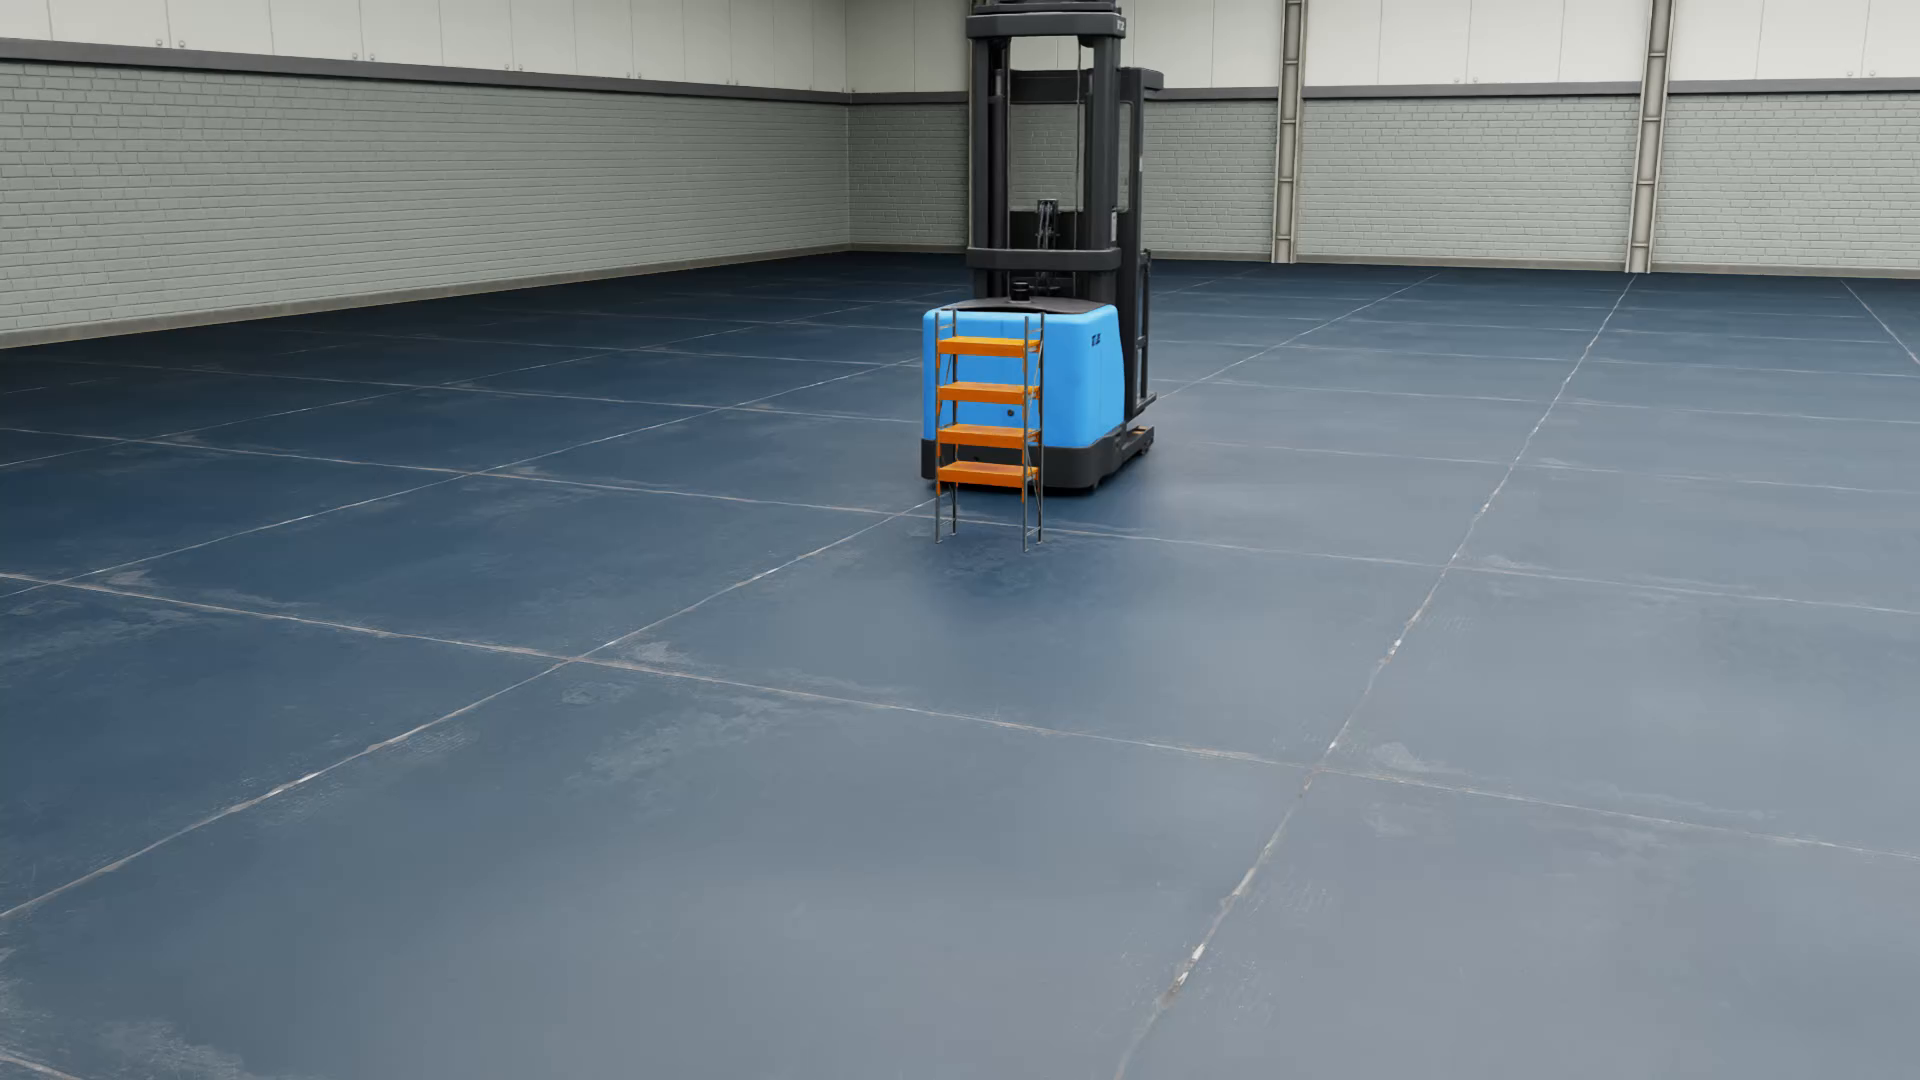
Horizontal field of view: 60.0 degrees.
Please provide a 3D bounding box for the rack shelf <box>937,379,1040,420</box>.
[{"bbox_3d":[0.151,-0.721,8.517,0.480,0.148,0.258,6,14,23],"label":"rack shelf"}]

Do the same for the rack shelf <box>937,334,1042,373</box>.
[{"bbox_3d":[0.151,-0.951,8.463,0.480,0.148,0.258,6,14,23],"label":"rack shelf"}]

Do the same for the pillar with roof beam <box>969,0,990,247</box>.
[{"bbox_3d":[-1.330,-9.092,27.804,0.400,9.000,9.100,6,14,23],"label":"pillar with roof beam"}]

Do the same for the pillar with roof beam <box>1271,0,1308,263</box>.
[{"bbox_3d":[4.156,-8.537,25.438,0.400,9.000,9.100,6,14,23],"label":"pillar with roof beam"}]

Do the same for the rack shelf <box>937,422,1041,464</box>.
[{"bbox_3d":[0.151,-0.503,8.568,0.480,0.148,0.258,6,14,23],"label":"rack shelf"}]

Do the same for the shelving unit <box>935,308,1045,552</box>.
[{"bbox_3d":[0.151,-0.569,8.552,0.503,1.200,0.258,6,14,23],"label":"shelving unit"}]

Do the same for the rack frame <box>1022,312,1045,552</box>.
[{"bbox_3d":[0.374,-0.546,8.456,0.015,1.200,0.240,6,14,23],"label":"rack frame"}]

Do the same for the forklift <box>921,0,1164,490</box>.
[{"bbox_3d":[0.697,-2.018,10.940,1.130,2.935,3.031,4,14,17],"label":"forklift"}]

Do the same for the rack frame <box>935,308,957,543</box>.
[{"bbox_3d":[-0.072,-0.591,8.649,0.015,1.200,0.240,6,14,23],"label":"rack frame"}]

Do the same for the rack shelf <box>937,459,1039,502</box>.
[{"bbox_3d":[0.151,-0.310,8.613,0.480,0.148,0.258,6,14,23],"label":"rack shelf"}]

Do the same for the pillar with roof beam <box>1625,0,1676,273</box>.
[{"bbox_3d":[9.642,-7.982,23.072,0.400,9.000,9.100,6,14,23],"label":"pillar with roof beam"}]
